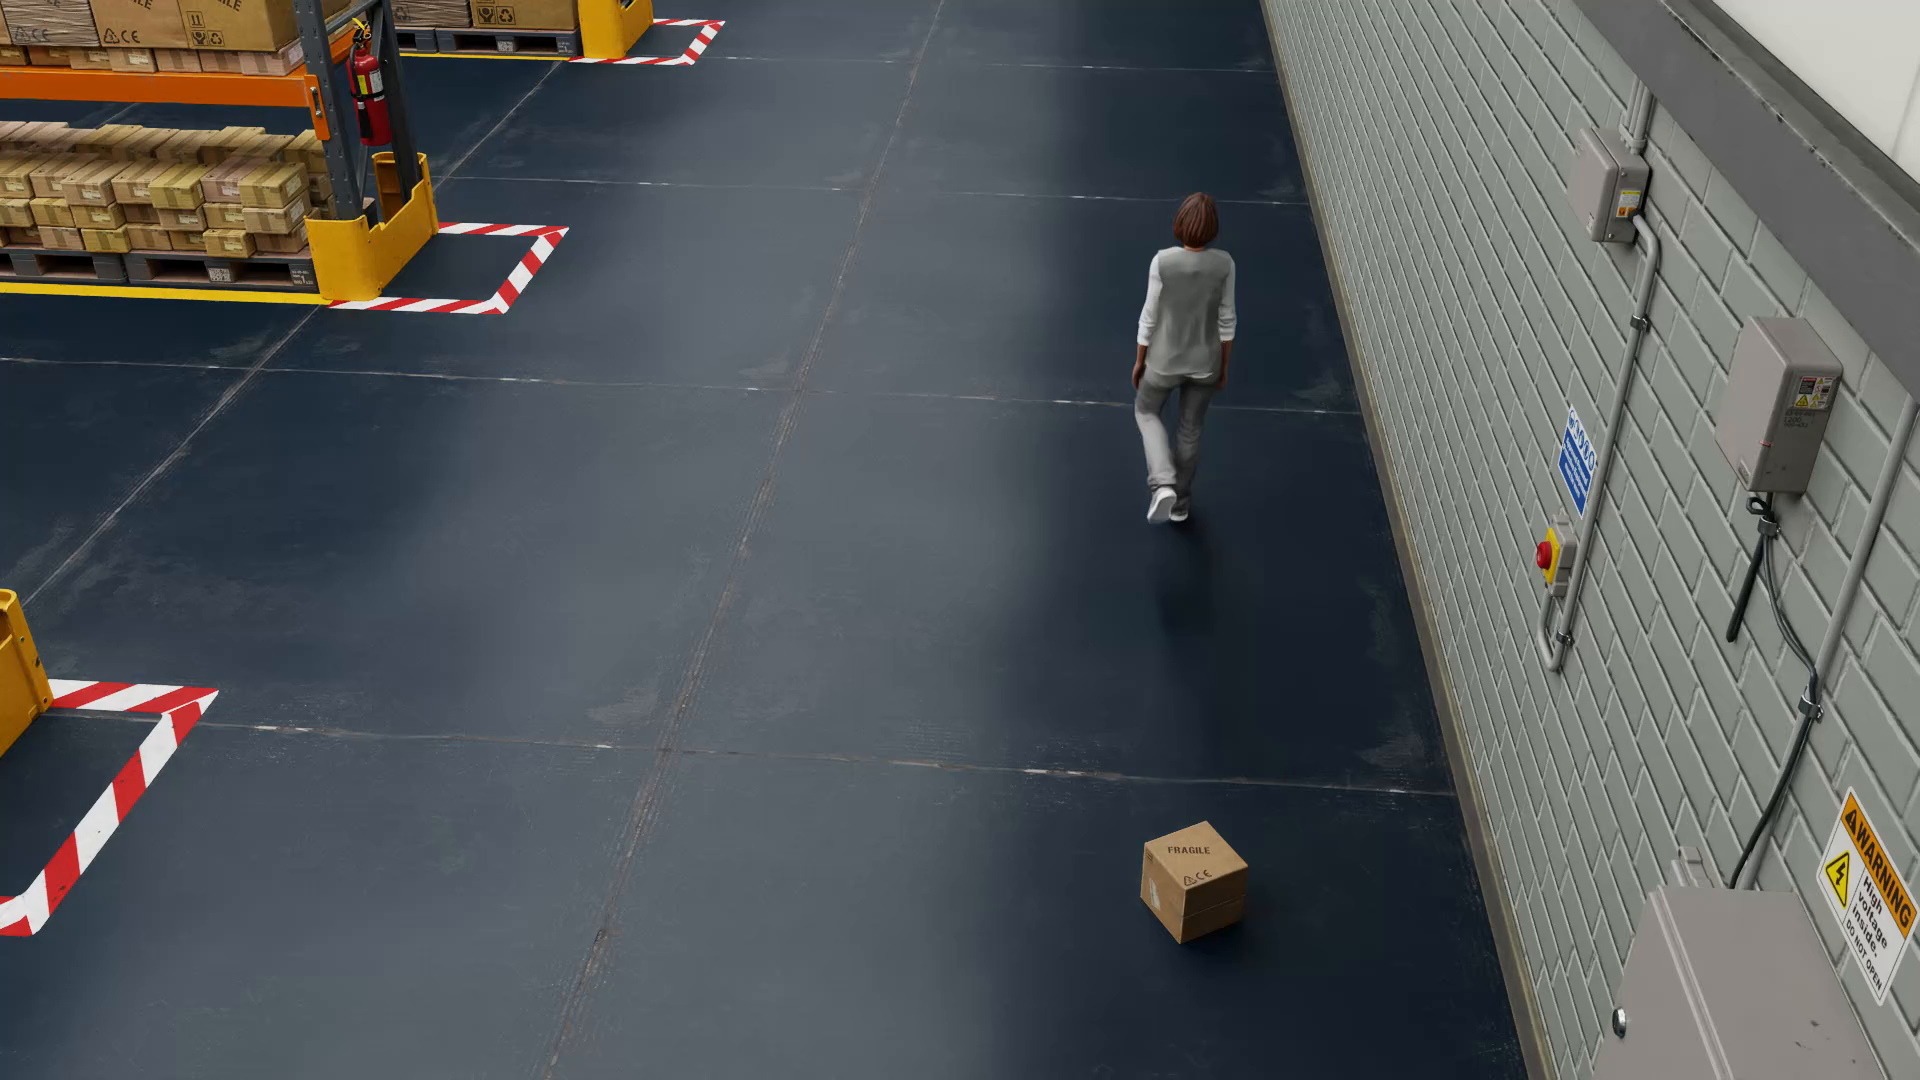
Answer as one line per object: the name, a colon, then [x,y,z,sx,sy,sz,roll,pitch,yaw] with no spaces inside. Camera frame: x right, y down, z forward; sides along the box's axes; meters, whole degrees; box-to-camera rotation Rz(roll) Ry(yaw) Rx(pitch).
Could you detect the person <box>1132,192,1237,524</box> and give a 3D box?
person: [0.977,-0.758,7.289,0.434,1.588,0.487,-1,32,-2]
